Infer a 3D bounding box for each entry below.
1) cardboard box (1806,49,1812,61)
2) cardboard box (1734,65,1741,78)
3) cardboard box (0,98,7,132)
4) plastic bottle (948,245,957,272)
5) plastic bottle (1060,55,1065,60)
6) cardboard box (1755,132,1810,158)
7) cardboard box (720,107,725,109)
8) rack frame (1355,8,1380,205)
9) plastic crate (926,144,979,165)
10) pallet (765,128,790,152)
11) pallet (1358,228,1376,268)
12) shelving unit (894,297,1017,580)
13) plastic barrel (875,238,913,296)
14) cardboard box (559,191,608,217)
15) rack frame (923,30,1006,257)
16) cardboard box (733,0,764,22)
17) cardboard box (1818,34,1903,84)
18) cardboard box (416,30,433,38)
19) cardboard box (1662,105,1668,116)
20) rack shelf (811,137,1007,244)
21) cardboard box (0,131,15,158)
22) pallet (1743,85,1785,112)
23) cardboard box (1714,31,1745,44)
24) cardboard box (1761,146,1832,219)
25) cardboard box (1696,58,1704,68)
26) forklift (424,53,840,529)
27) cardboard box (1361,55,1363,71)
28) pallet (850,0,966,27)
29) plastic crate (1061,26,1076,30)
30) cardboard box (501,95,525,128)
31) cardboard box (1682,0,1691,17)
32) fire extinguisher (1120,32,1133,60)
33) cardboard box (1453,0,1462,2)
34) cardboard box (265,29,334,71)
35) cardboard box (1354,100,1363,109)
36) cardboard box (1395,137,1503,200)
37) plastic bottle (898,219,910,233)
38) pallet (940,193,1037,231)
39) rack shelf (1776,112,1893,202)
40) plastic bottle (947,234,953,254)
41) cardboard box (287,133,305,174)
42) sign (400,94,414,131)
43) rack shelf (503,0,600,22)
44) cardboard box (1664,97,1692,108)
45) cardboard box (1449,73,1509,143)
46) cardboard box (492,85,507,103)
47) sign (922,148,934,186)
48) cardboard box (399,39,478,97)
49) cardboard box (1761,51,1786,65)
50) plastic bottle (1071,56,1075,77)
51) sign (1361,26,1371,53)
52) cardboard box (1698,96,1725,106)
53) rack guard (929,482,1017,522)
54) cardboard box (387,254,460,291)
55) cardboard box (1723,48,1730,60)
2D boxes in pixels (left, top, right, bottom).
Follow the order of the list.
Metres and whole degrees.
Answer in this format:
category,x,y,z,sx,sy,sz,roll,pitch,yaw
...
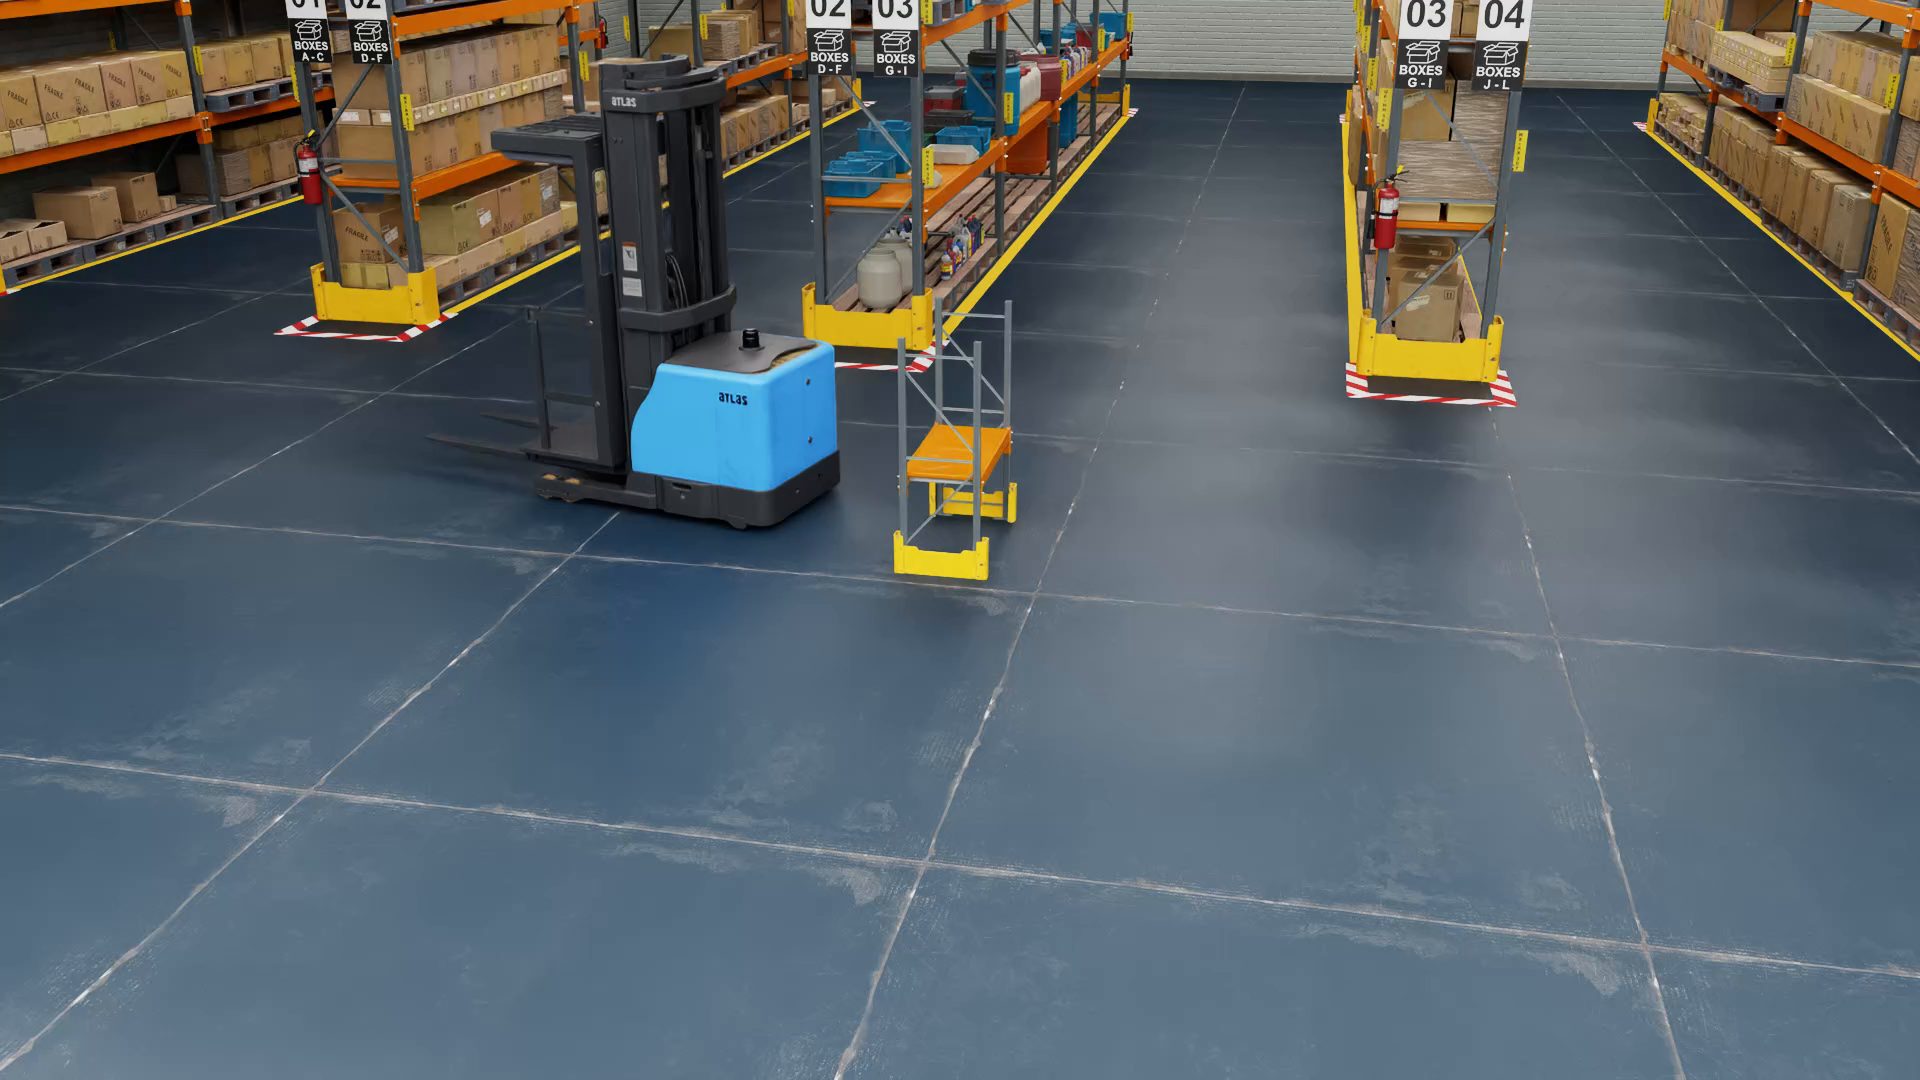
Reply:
category,x,y,z,sx,sy,sz,roll,pitch,yaw
cardboard box,10.941,-6.117,21.005,0.380,0.149,0.250,4,22,9
cardboard box,10.466,-6.186,21.973,0.380,0.149,0.250,3,22,8
cardboard box,-10.127,-4.385,16.897,0.500,0.500,0.500,4,22,11
plastic bottle,-0.075,-2.894,17.087,0.097,0.271,0.097,0,22,0
plastic bottle,1.486,-6.902,24.147,0.097,0.271,0.097,0,22,0
cardboard box,10.379,-4.977,20.977,0.500,0.250,0.500,4,22,10
cardboard box,-3.868,-6.282,25.193,0.500,0.500,0.500,4,22,9
rack frame,5.661,-5.739,21.088,1.000,3.000,0.127,4,22,11
plastic crate,-0.087,-3.918,16.920,0.530,0.136,0.437,4,22,11
pallet,-3.349,-6.365,26.374,1.003,0.211,1.213,4,22,11
pallet,5.002,-3.268,18.684,1.003,0.211,1.213,4,22,11
shelving unit,-0.016,-0.668,10.504,0.587,1.500,1.083,4,22,11
plastic barrel,-0.658,-2.661,16.215,0.421,0.512,0.421,0,22,0
cardboard box,-4.528,-4.081,20.089,0.500,0.250,0.500,4,22,10
rack frame,-0.004,-4.654,18.394,1.000,3.000,0.127,4,22,11
cardboard box,-3.370,-8.673,26.902,0.500,0.500,0.500,5,22,11
cardboard box,10.293,-5.486,18.987,0.700,0.500,0.500,4,22,10
cardboard box,-8.318,-7.596,25.140,0.500,0.500,0.500,4,22,11
cardboard box,11.659,-6.992,27.056,0.380,0.149,0.250,4,22,11
rack shelf,-0.412,-3.589,16.712,1.077,0.370,4.000,4,22,11
cardboard box,-10.108,-4.040,17.044,0.500,0.250,0.500,4,22,9
pallet,10.537,-5.504,20.761,1.213,0.211,1.003,4,22,11
cardboard box,10.781,-7.032,23.277,0.380,0.149,0.250,6,23,14
cardboard box,10.284,-4.259,19.864,1.050,0.750,0.750,4,22,10
cardboard box,11.303,-7.182,25.008,0.380,0.149,0.250,3,22,9
forklift,-2.401,-1.783,11.358,3.031,2.935,1.130,10,24,23
cardboard box,6.037,-6.915,23.875,0.500,0.500,0.500,4,22,11
pallet,-0.556,-4.790,14.969,1.003,0.211,1.213,4,22,11
plastic crate,1.938,-8.687,28.551,0.416,0.233,0.300,4,22,11
cardboard box,-5.144,-4.540,17.977,0.700,0.500,0.500,5,22,12
cardboard box,11.552,-8.380,25.776,0.500,0.500,0.500,4,22,10
fire extinguisher,2.920,-8.854,29.426,0.296,0.674,0.183,4,22,11
cardboard box,3.948,-4.532,13.742,0.380,0.149,0.250,4,22,9
cardboard box,-9.060,-6.743,22.859,0.700,0.500,0.500,2,22,6
cardboard box,6.012,-5.524,22.838,1.225,0.875,0.875,5,22,11
cardboard box,4.168,-3.197,14.244,0.875,0.500,0.500,4,22,11
plastic bottle,-0.613,-3.296,17.980,0.144,0.351,0.185,4,22,9
pallet,0.365,-4.098,20.746,1.003,0.211,1.213,4,22,11
rack shelf,10.088,-4.259,18.376,1.077,0.370,4.000,4,22,11
plastic bottle,-0.100,-3.101,17.585,0.061,0.283,0.133,4,22,11
cardboard box,-9.275,-5.286,22.720,0.700,0.500,0.500,4,22,11
sign,-5.126,-3.964,15.415,0.100,0.325,0.005,4,22,11
rack shelf,-4.444,-6.822,20.725,1.077,0.370,4.000,4,22,11
cardboard box,11.574,-7.040,26.776,0.380,0.149,0.250,4,22,11
cardboard box,4.408,-3.642,14.011,0.500,0.500,0.500,4,22,11
cardboard box,-5.010,-4.703,17.513,0.380,0.149,0.250,5,23,13
sign,-0.283,-3.276,14.601,0.100,0.325,0.005,4,22,11
cardboard box,-5.346,-4.784,16.847,0.700,0.500,0.500,5,22,11
cardboard box,10.201,-5.984,20.675,0.380,0.149,0.250,4,22,10
plastic bottle,1.610,-6.816,23.920,0.061,0.283,0.133,4,22,11
sign,5.117,-6.317,20.974,0.100,0.325,0.005,4,22,11
cardboard box,12.161,-7.098,26.919,0.380,0.149,0.250,5,22,12
rack guard,0.086,-0.270,11.190,0.587,0.250,0.087,4,22,11
cardboard box,-5.341,-2.668,16.582,0.500,0.250,0.500,4,22,11
cardboard box,10.626,-6.610,22.626,0.380,0.149,0.250,4,22,9
